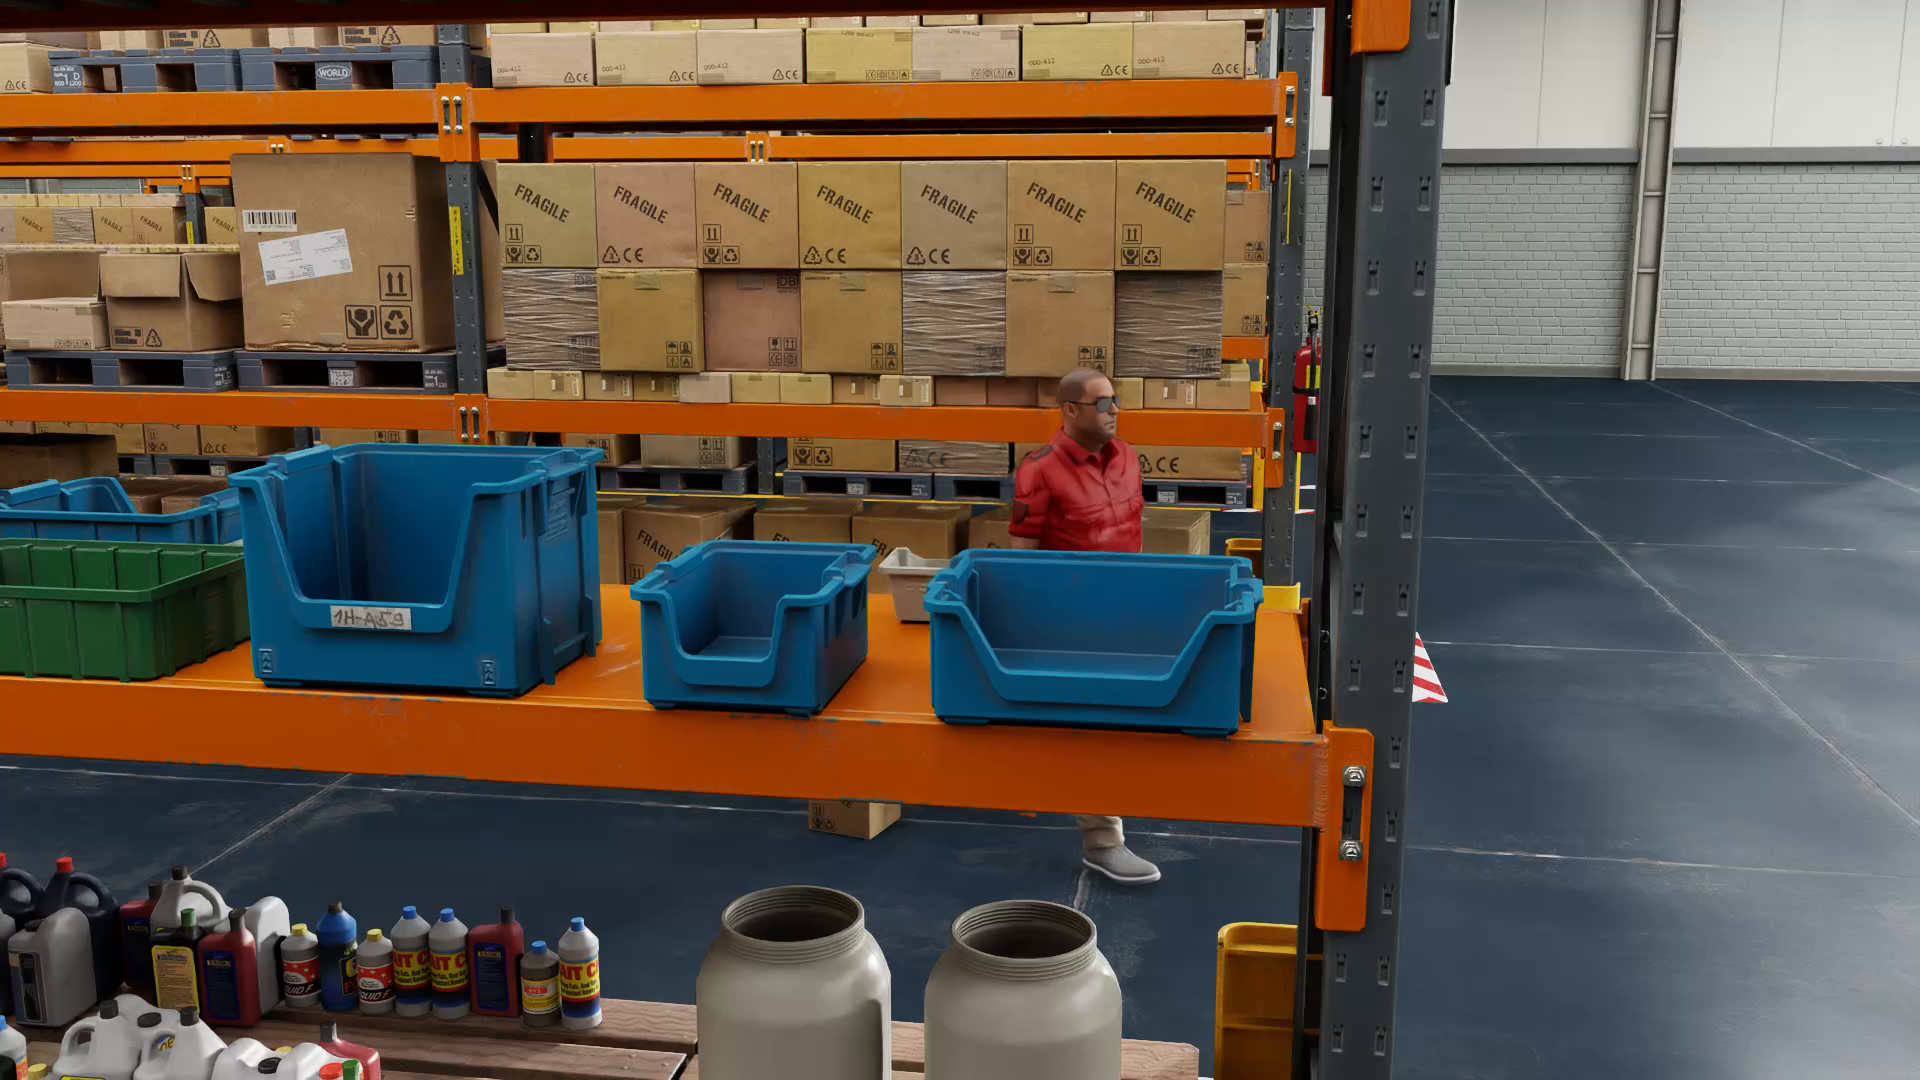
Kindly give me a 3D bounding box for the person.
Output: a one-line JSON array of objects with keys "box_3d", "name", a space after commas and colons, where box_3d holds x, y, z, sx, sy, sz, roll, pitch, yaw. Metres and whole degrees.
[{"box_3d": [0.379, 0.246, 5.692, 0.942, 1.686, 0.550, 11, 15, 44], "name": "person"}]
